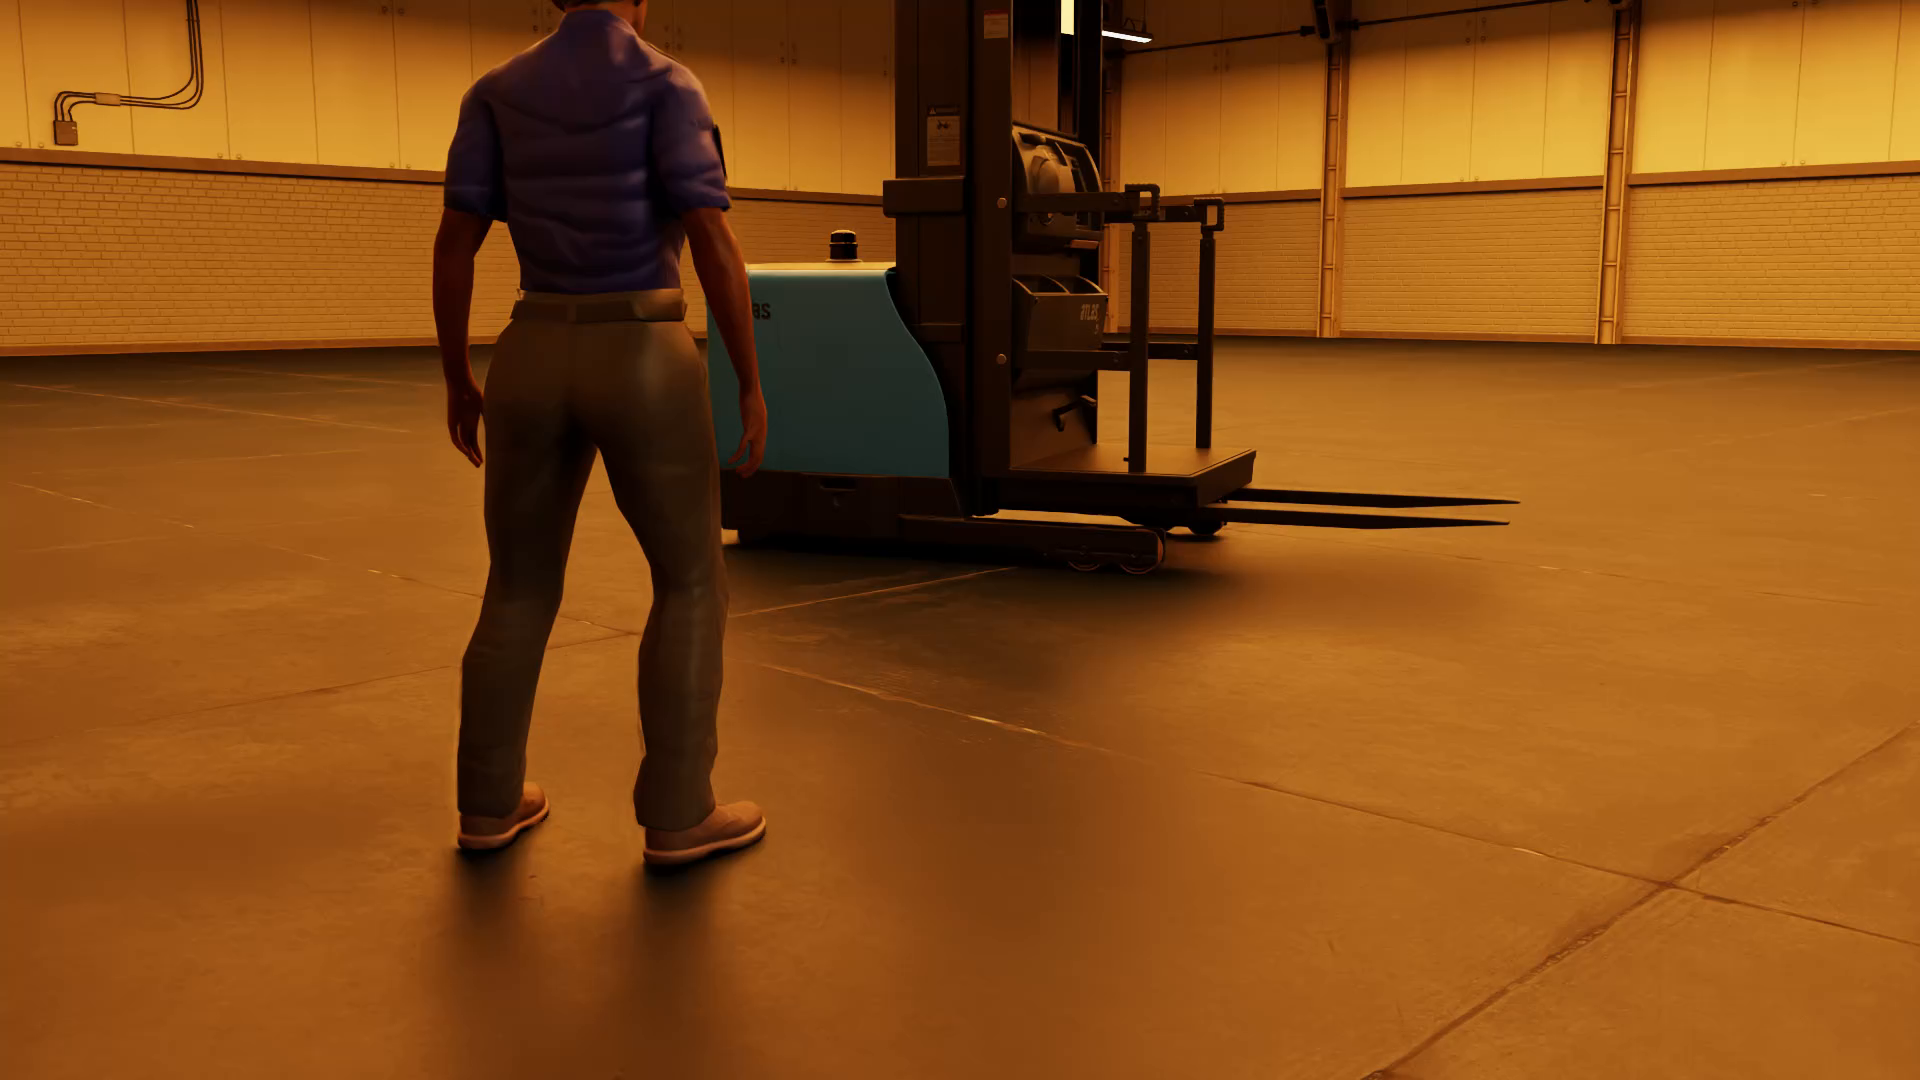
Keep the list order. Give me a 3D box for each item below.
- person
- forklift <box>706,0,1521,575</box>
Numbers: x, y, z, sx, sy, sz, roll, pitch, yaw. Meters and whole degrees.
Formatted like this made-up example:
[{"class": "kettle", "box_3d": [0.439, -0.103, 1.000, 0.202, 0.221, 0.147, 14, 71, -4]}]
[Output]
[{"class": "person", "box_3d": [-0.630, -0.257, 2.901, 0.615, 1.651, 0.372, 2, 9, 12]}, {"class": "forklift", "box_3d": [0.565, -1.416, 6.275, 3.031, 2.935, 1.130, 3, 9, 22]}]
